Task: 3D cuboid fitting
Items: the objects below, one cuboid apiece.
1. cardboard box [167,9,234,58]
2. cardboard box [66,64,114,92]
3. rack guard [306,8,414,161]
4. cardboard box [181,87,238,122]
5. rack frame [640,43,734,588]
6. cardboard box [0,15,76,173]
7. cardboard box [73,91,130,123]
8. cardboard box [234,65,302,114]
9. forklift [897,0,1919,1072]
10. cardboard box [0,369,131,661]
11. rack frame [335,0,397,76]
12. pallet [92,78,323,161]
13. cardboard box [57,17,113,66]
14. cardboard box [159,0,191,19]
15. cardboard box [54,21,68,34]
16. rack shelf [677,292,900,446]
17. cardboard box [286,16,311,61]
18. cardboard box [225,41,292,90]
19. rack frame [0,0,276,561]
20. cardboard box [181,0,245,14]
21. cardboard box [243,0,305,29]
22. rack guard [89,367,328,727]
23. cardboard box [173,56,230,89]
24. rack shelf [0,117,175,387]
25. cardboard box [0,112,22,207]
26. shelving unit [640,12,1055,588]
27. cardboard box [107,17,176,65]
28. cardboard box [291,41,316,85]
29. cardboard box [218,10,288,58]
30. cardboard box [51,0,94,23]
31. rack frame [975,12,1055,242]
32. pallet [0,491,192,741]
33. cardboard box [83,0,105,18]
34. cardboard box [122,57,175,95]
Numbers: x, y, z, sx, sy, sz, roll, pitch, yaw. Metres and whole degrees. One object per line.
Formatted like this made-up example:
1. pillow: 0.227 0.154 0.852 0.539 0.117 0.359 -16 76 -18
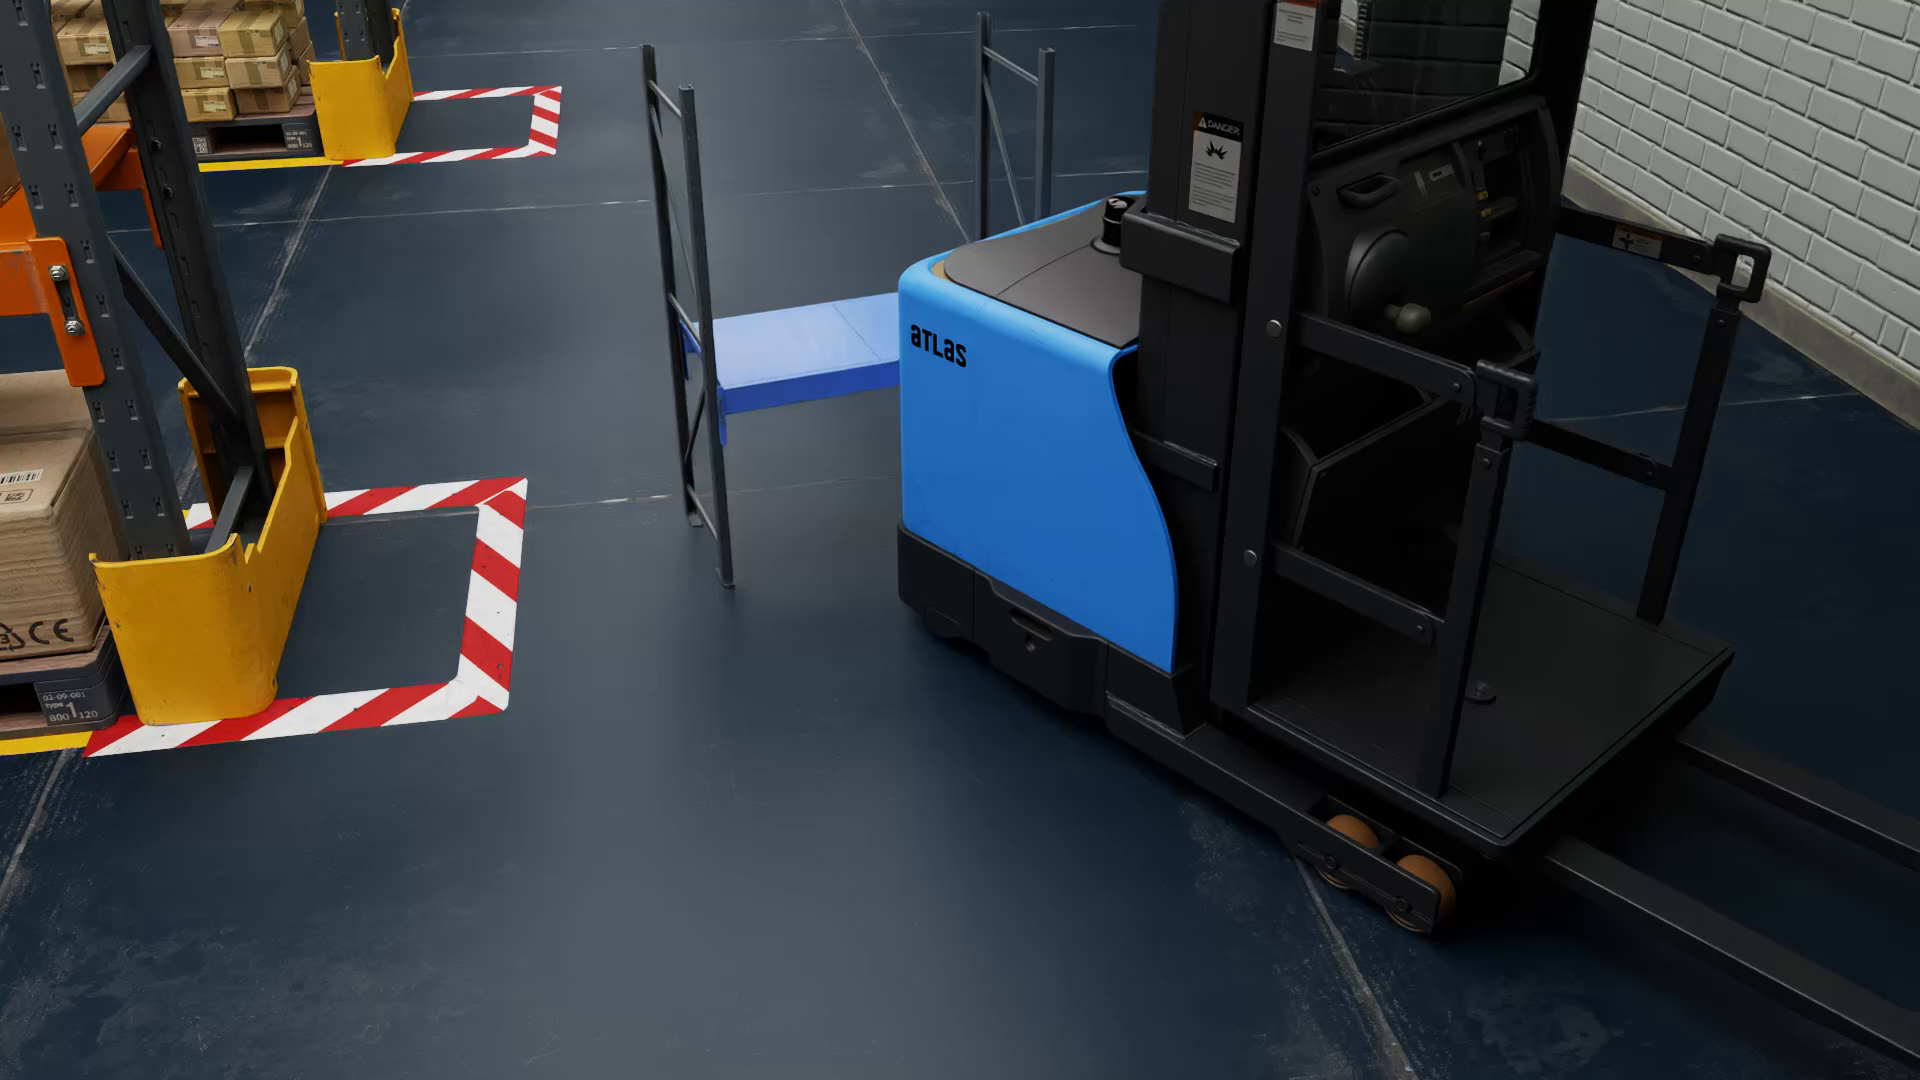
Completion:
1. cardboard box: -3.871 -2.596 8.518 0.250 0.149 0.380 -5 31 -8
2. cardboard box: -4.399 -2.425 8.520 0.250 0.149 0.380 -6 31 -10
3. rack guard: -3.213 -2.472 8.961 0.348 0.500 1.175 -5 31 -9
4. cardboard box: -3.853 -2.283 8.571 0.250 0.149 0.380 -4 31 -7
5. rack frame: -0.788 -0.623 4.830 0.032 1.500 0.500 -12 32 -19
6. cardboard box: -2.671 -1.240 4.302 0.500 0.500 0.500 -6 31 -9
7. cardboard box: -4.369 -2.273 8.554 0.250 0.149 0.380 -5 31 -8
8. cardboard box: -3.618 -2.357 8.697 0.250 0.149 0.380 -5 31 -8
9. forklift: 1.199 -0.678 3.511 1.130 2.935 3.031 -26 39 -36
10. cardboard box: -2.778 -0.064 4.514 0.875 0.438 0.875 -6 31 -11
11. rack frame: -3.138 -3.557 8.340 0.127 3.000 1.000 -5 31 -9
12. pallet: -4.018 -2.291 8.938 1.213 0.211 1.003 -5 31 -9
13. cardboard box: -4.369 -2.517 8.383 0.250 0.149 0.380 -7 31 -11
14. cardboard box: -4.235 -2.843 8.936 0.250 0.149 0.380 -5 31 -9
15. cardboard box: -4.623 -2.465 8.294 0.250 0.149 0.380 -4 31 -7
16. rack shelf: -0.316 -0.564 5.085 1.000 0.185 0.538 -12 32 -19
17. cardboard box: -3.700 -2.717 9.017 0.250 0.149 0.380 -4 31 -7
18. cardboard box: -3.606 -2.447 8.556 0.250 0.149 0.380 -6 31 -10
19. rack frame: -2.147 -1.098 4.158 0.127 3.000 1.000 -5 31 -9
20. cardboard box: -3.964 -2.802 8.867 0.250 0.149 0.380 -5 31 -8
21. cardboard box: -3.715 -2.887 9.012 0.250 0.149 0.380 -7 31 -11
22. rack guard: -2.123 -0.023 4.795 0.348 0.500 1.175 -5 31 -9
23. cardboard box: -3.873 -2.450 8.562 0.250 0.149 0.380 -6 31 -10
24. rack shelf: -4.114 -0.605 4.030 4.000 0.370 1.077 -5 31 -9
25. cardboard box: -2.574 -0.965 3.833 0.500 0.500 0.500 -5 31 -9
26. shelving unit: -0.316 -0.719 4.993 1.048 1.500 0.538 -12 32 -19
27. cardboard box: -4.102 -2.509 8.370 0.250 0.149 0.380 -6 31 -10
28. cardboard box: -3.711 -2.621 9.146 0.250 0.149 0.380 -5 31 -8
29. cardboard box: -3.613 -2.591 8.508 0.250 0.149 0.380 -5 31 -8
30. cardboard box: -4.739 -2.758 8.793 0.250 0.149 0.380 -4 31 -7
31. rack frame: 0.155 -0.815 5.157 0.032 1.500 0.500 -12 32 -19
32. pallet: -2.919 0.216 4.674 1.213 0.211 1.003 -5 31 -9
33. cardboard box: -4.464 -2.779 8.828 0.250 0.149 0.380 -7 31 -11
34. cardboard box: -4.117 -2.398 8.474 0.250 0.149 0.380 -7 31 -11
